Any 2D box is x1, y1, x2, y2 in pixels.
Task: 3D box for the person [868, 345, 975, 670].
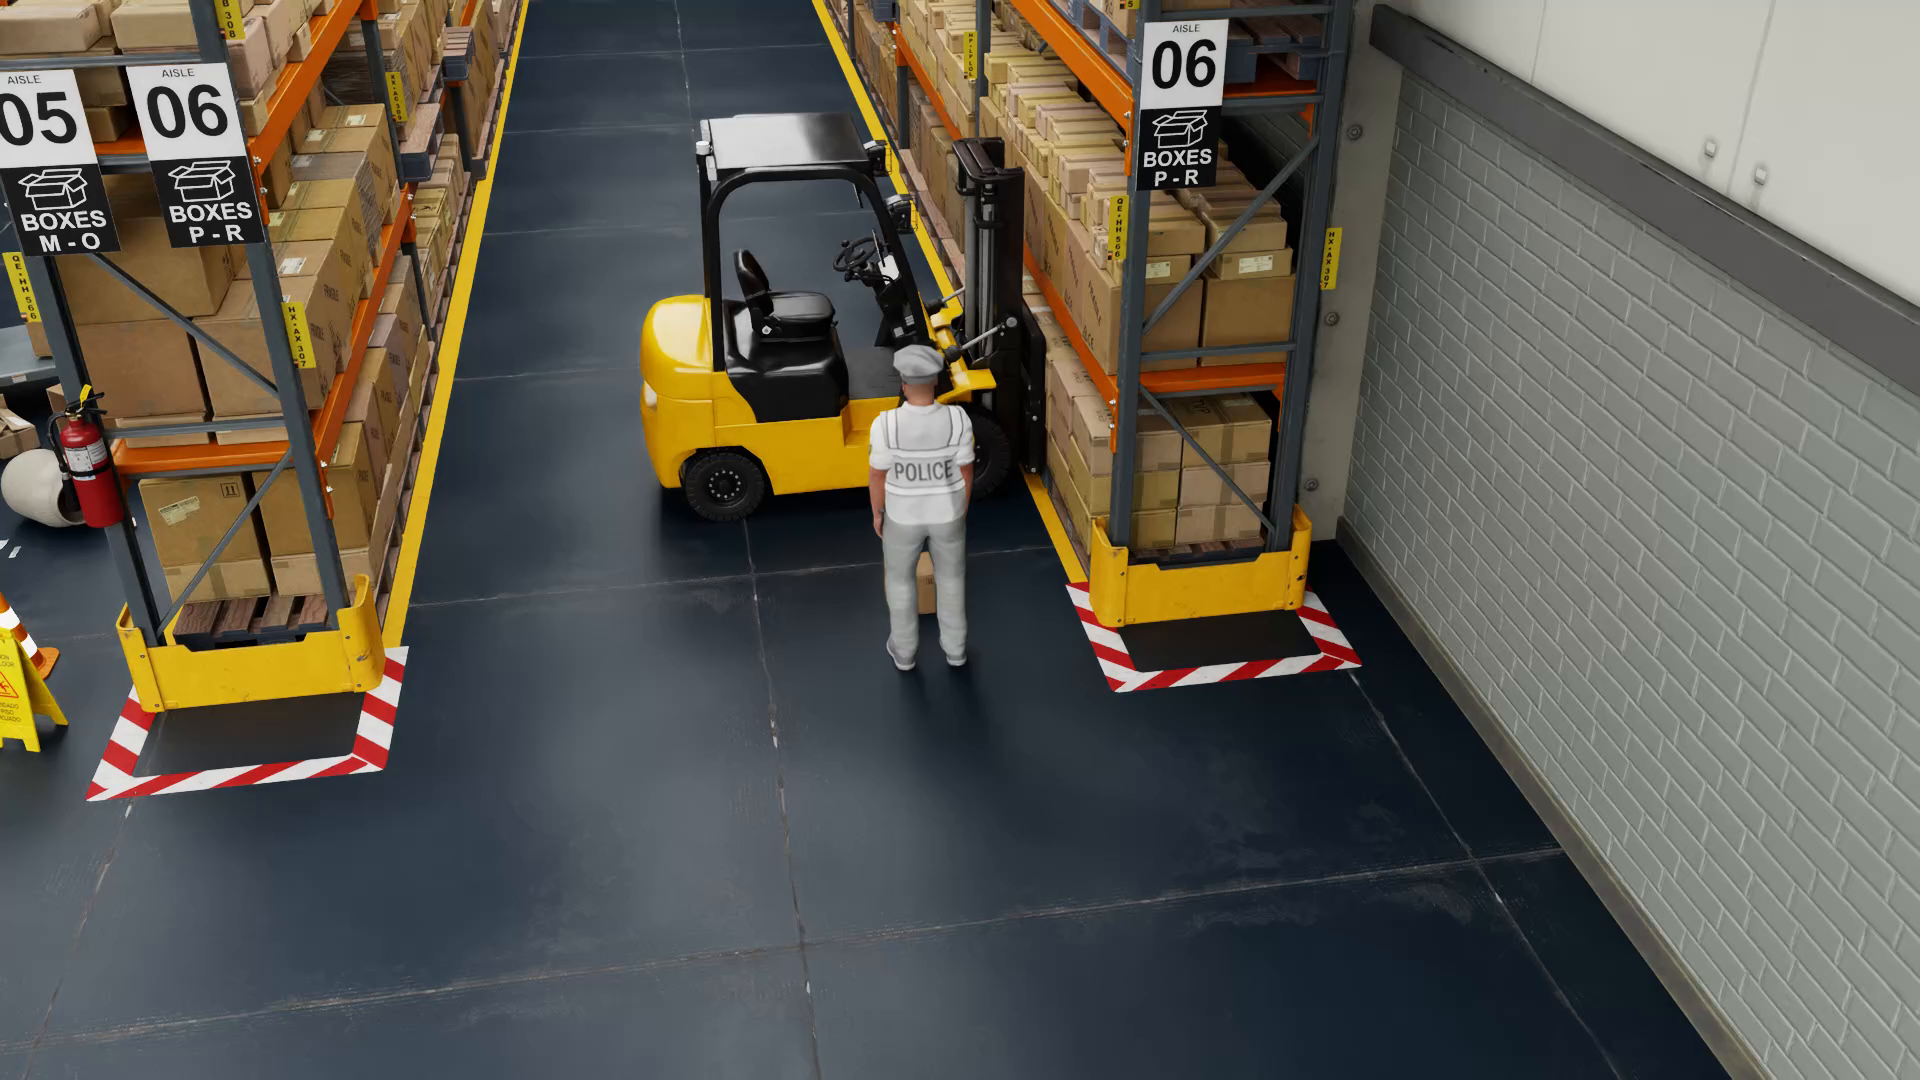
[{"bbox_3d":[-0.199,-0.147,8.387,0.527,1.752,0.393,-5,31,-8],"label":"person"}]
